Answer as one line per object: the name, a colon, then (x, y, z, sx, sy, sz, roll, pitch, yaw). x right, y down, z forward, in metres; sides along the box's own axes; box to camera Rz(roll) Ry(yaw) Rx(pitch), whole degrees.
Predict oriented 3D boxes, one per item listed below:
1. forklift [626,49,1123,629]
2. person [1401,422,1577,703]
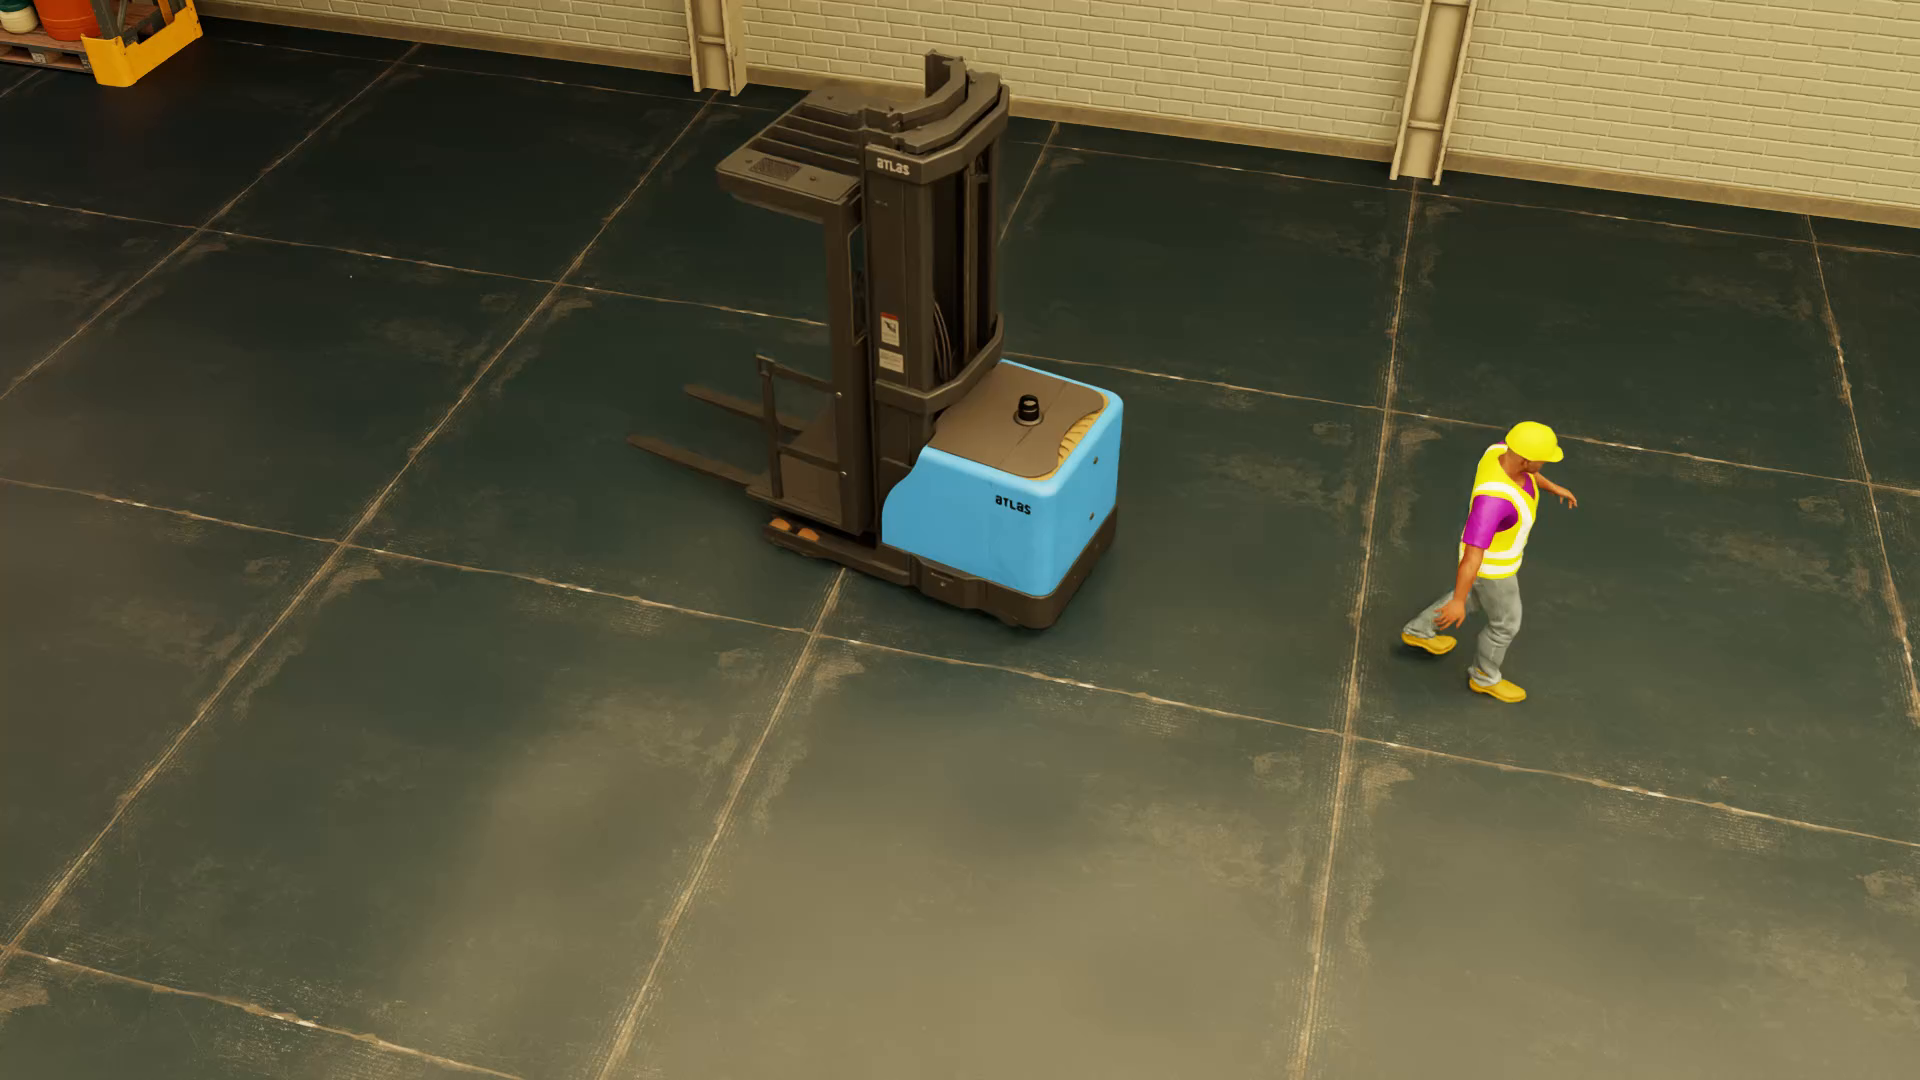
forklift: (-0.610, -1.292, 9.336, 3.031, 2.935, 1.130, 19, 45, 21)
person: (2.793, 0.100, 8.653, 0.739, 1.745, 0.982, 12, 43, 13)
